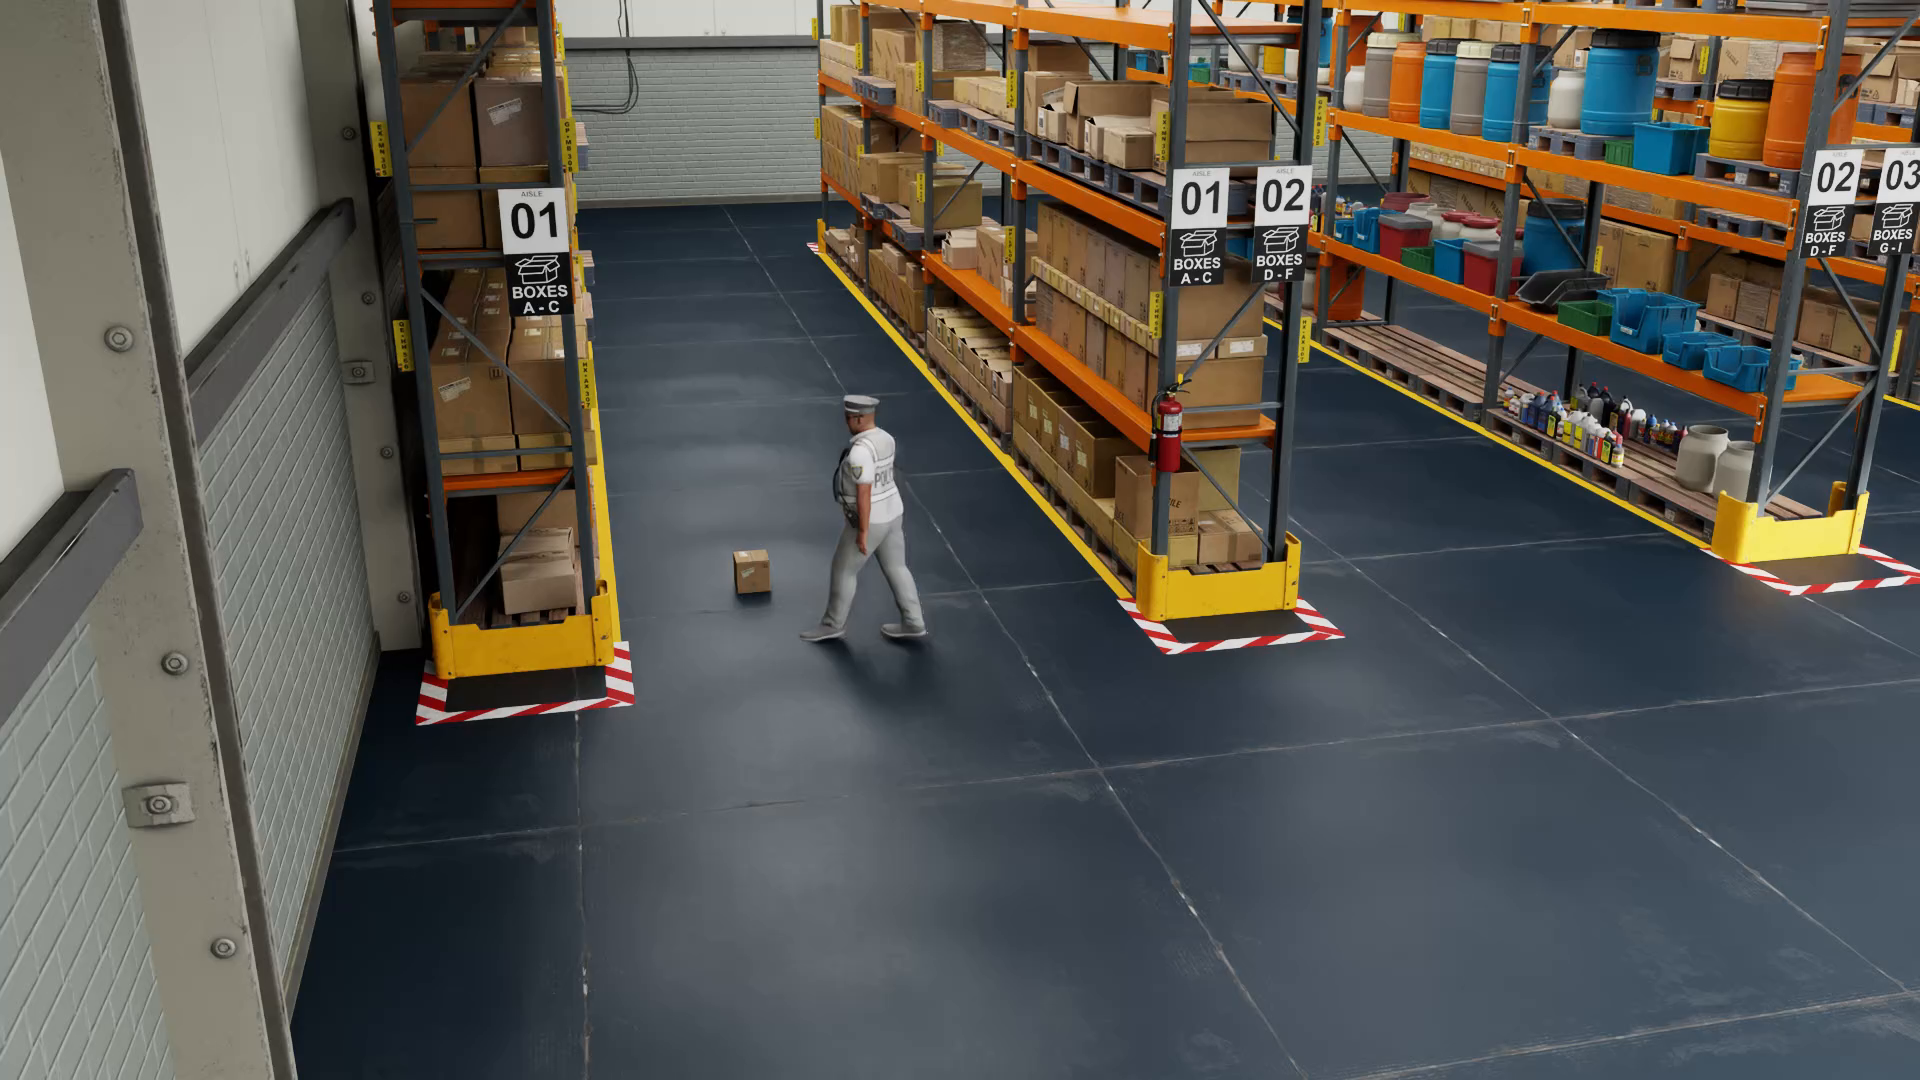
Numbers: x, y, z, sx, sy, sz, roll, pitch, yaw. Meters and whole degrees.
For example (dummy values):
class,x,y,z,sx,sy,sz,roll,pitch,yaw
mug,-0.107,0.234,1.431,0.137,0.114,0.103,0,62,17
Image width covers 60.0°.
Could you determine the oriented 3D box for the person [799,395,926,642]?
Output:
class,x,y,z,sx,sy,sz,roll,pitch,yaw
person,-0.650,-0.133,11.473,0.832,1.744,0.581,10,22,25
